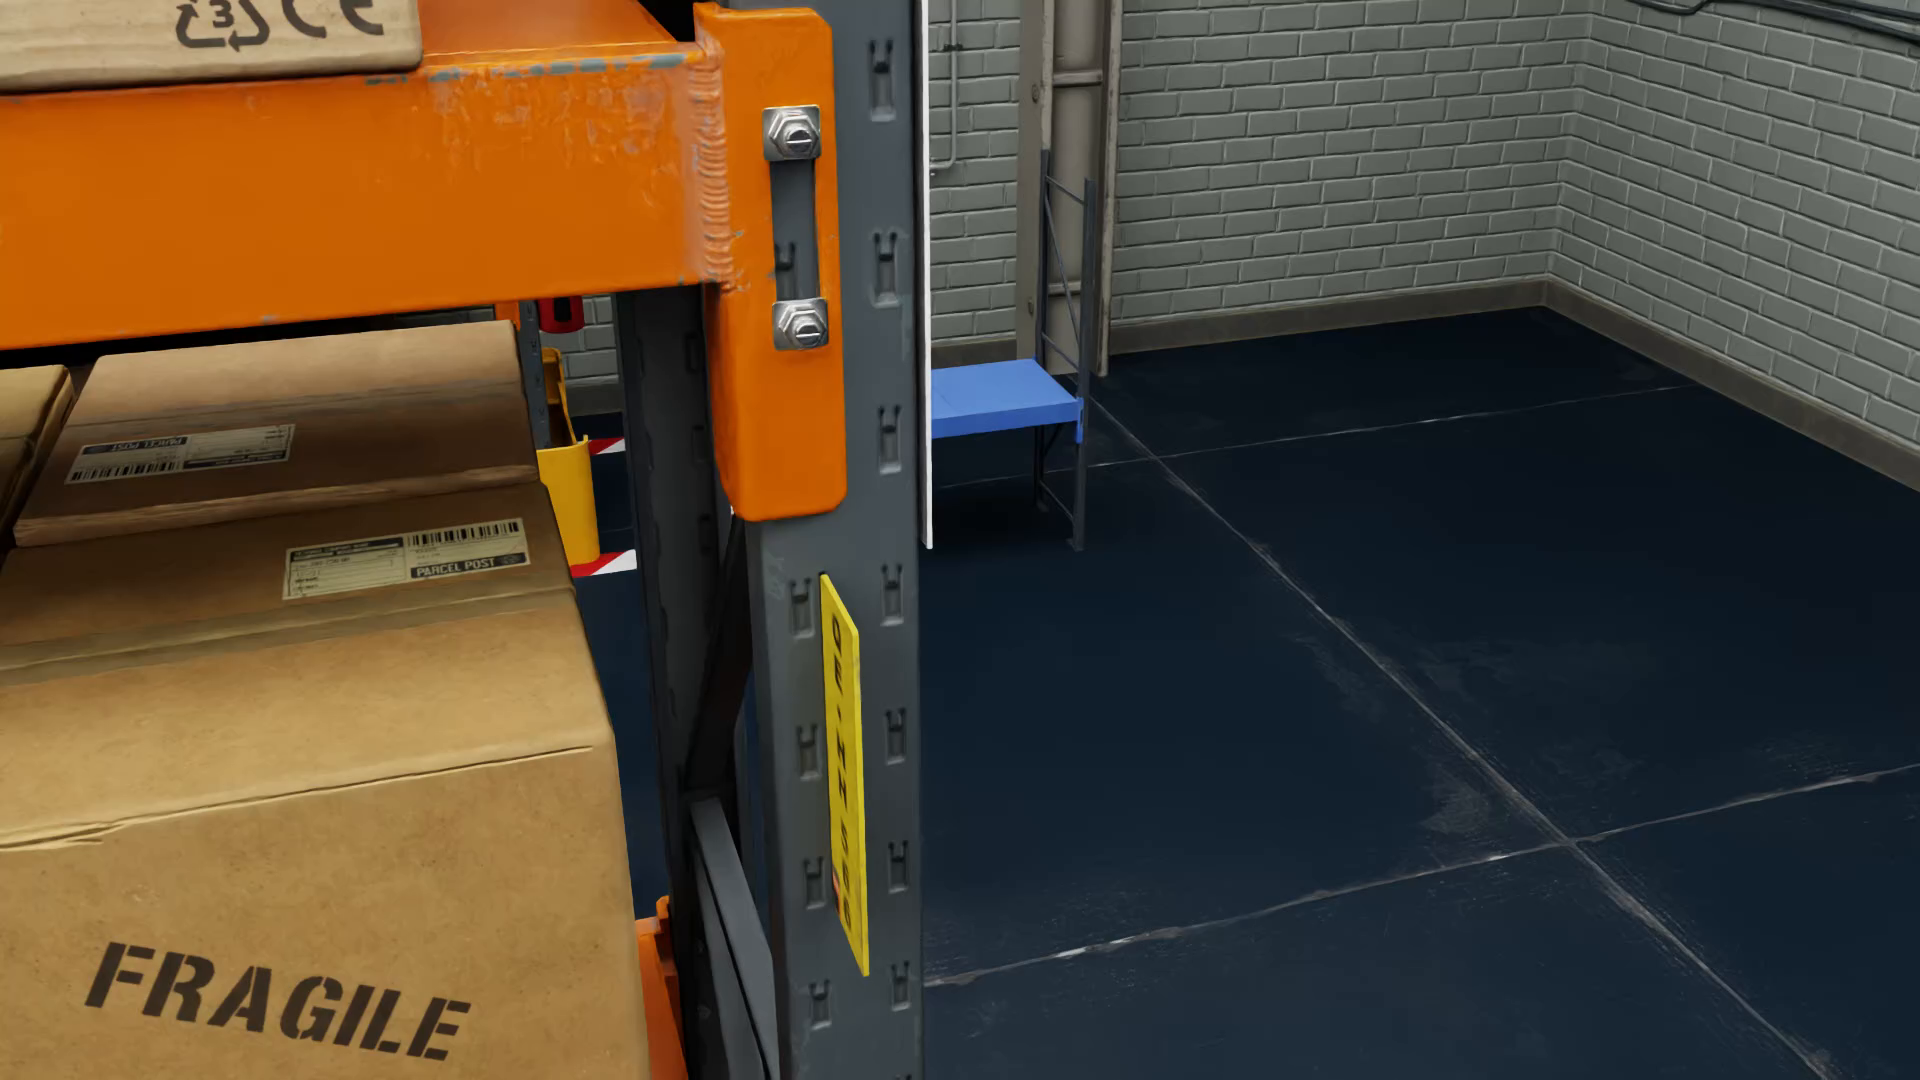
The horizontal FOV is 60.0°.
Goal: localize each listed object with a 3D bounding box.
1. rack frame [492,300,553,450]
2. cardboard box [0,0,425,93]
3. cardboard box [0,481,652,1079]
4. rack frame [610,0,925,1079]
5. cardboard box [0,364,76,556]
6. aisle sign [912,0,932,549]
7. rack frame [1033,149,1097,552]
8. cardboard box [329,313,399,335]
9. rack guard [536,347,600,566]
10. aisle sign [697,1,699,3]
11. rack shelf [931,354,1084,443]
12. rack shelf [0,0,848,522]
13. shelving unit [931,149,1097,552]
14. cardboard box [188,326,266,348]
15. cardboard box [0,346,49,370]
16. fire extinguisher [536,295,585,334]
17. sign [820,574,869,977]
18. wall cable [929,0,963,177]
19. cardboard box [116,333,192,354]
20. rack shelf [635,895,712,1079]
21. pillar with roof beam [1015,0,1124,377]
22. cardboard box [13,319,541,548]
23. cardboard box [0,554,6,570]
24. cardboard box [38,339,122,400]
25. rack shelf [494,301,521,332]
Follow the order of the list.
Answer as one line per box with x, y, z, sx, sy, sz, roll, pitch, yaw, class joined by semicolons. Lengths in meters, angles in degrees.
-1.782;-1.479;6.355;0.127;3.000;1.000;-8;28;-16;rack frame
-0.652;-0.479;1.137;0.500;0.250;0.500;-8;28;-16;cardboard box
-0.583;0.300;1.535;0.500;0.500;0.500;-8;28;-17;cardboard box
-0.246;0.614;2.140;0.053;2.616;0.949;-8;28;-16;rack frame
-1.243;0.147;1.843;0.500;0.500;0.500;-8;27;-16;cardboard box
-0.085;-0.429;1.317;0.004;0.787;0.394;-8;28;-16;aisle sign
0.402;-0.730;6.534;0.032;1.500;0.500;-8;28;-16;rack frame
-2.360;-0.801;6.599;0.250;0.149;0.380;-8;28;-16;cardboard box
-1.759;-0.362;6.918;0.348;0.500;1.175;-8;28;-16;rack guard
-0.271;-0.683;1.828;0.004;0.787;0.394;-8;28;-16;aisle sign
-0.081;-0.499;6.473;1.000;0.185;0.538;-8;28;-16;rack shelf
-2.146;-0.131;1.076;4.000;0.370;1.077;-8;28;-16;rack shelf
-0.081;-0.660;6.393;1.048;1.500;0.538;-8;28;-16;shelving unit
-2.841;-0.731;6.458;0.250;0.149;0.380;-8;28;-16;cardboard box
-3.565;-0.626;6.246;0.250;0.149;0.380;-8;27;-16;cardboard box
-1.496;-1.103;6.104;0.183;0.674;0.296;-8;28;-16;fire extinguisher
-0.092;0.192;1.332;0.005;0.325;0.100;-8;28;-16;sign
-0.858;-2.510;7.290;1.851;1.984;0.084;-8;28;-16;wall cable
-3.080;-0.696;6.389;0.250;0.149;0.380;-8;28;-16;cardboard box
-2.146;1.213;1.743;4.000;0.370;1.077;-8;28;-16;rack shelf
1.850;-3.083;2.840;0.400;9.000;9.100;-8;28;-16;pillar with roof beam
-0.748;0.072;1.994;0.500;0.500;0.500;-7;27;-15;cardboard box
-1.063;0.370;1.394;0.500;0.500;0.500;-7;27;-15;cardboard box
-3.321;-0.661;6.318;0.250;0.149;0.380;-8;27;-15;cardboard box
-3.684;-0.881;5.961;4.000;0.370;1.077;-8;28;-16;rack shelf
